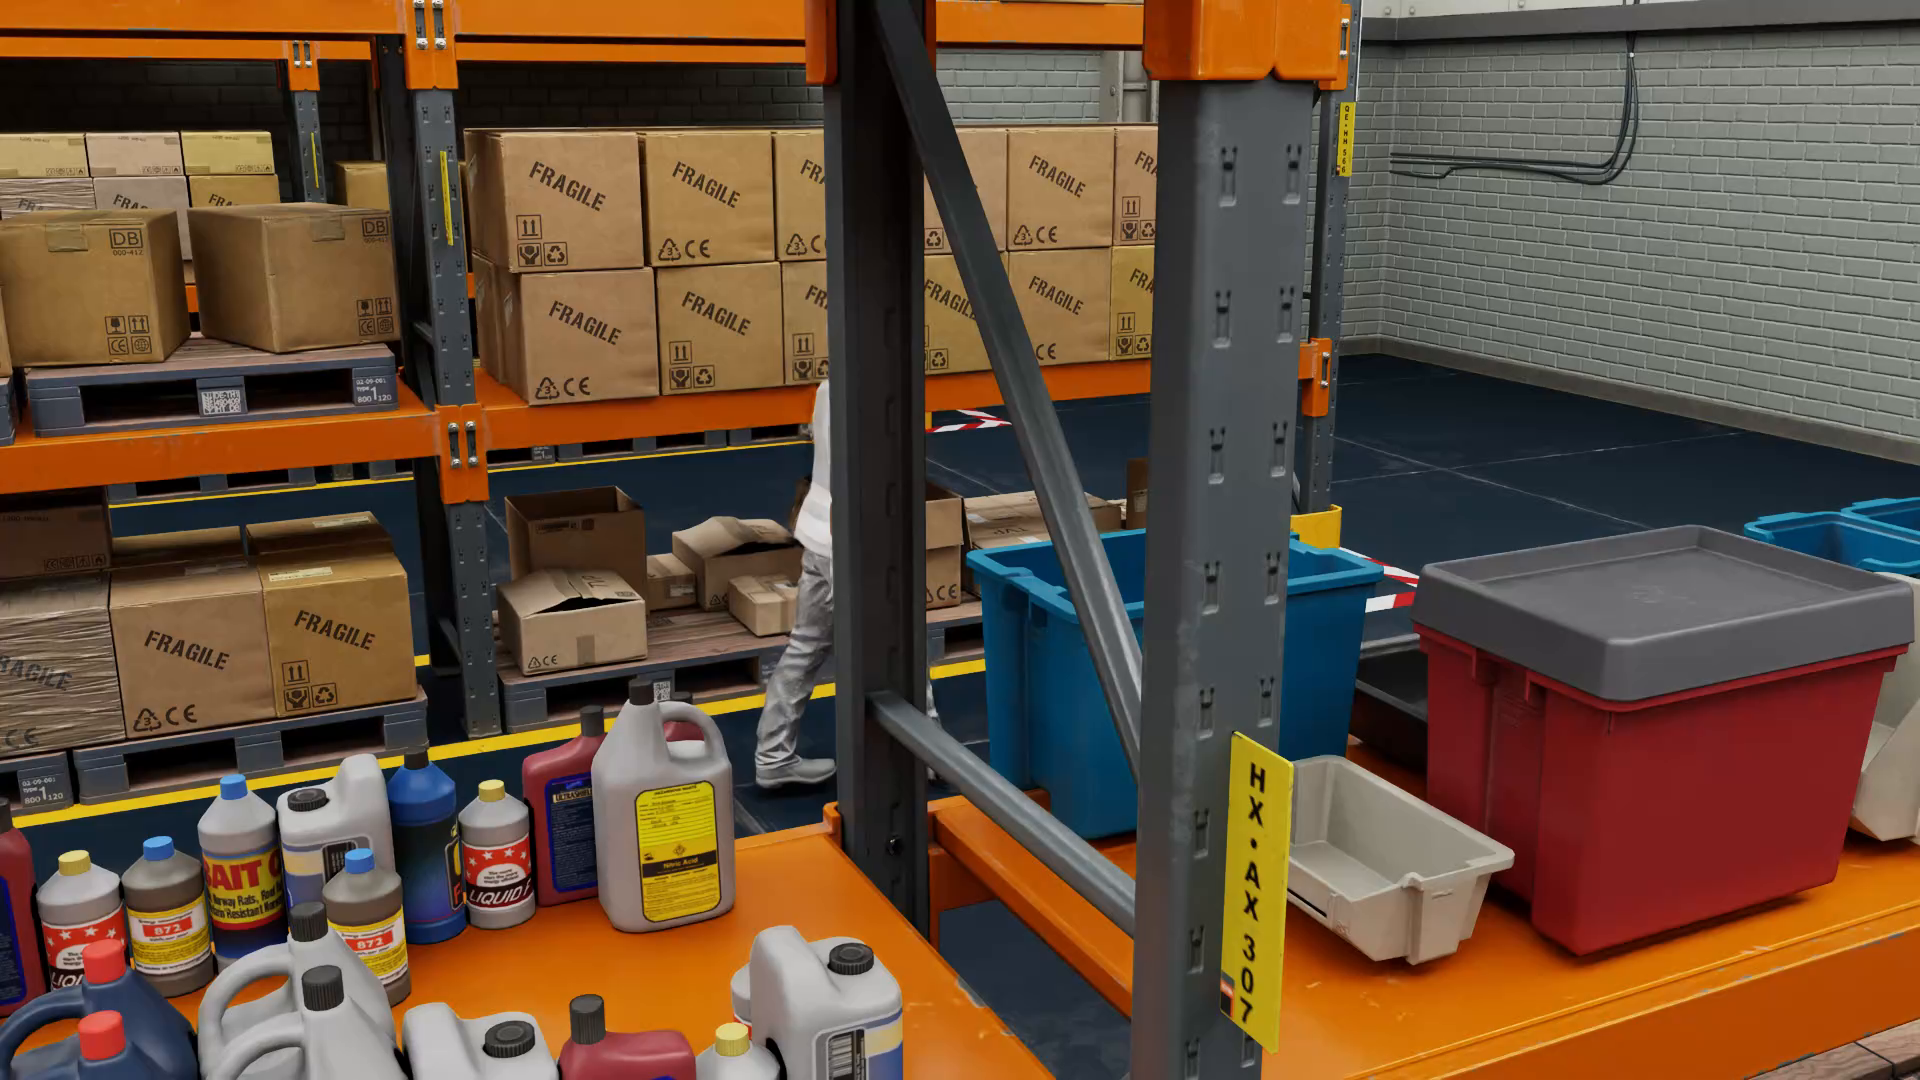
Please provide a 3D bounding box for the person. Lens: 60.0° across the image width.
[{"bbox_3d":[-0.331,0.022,5.888,0.858,1.759,0.591,-6,16,-23],"label":"person"}]
